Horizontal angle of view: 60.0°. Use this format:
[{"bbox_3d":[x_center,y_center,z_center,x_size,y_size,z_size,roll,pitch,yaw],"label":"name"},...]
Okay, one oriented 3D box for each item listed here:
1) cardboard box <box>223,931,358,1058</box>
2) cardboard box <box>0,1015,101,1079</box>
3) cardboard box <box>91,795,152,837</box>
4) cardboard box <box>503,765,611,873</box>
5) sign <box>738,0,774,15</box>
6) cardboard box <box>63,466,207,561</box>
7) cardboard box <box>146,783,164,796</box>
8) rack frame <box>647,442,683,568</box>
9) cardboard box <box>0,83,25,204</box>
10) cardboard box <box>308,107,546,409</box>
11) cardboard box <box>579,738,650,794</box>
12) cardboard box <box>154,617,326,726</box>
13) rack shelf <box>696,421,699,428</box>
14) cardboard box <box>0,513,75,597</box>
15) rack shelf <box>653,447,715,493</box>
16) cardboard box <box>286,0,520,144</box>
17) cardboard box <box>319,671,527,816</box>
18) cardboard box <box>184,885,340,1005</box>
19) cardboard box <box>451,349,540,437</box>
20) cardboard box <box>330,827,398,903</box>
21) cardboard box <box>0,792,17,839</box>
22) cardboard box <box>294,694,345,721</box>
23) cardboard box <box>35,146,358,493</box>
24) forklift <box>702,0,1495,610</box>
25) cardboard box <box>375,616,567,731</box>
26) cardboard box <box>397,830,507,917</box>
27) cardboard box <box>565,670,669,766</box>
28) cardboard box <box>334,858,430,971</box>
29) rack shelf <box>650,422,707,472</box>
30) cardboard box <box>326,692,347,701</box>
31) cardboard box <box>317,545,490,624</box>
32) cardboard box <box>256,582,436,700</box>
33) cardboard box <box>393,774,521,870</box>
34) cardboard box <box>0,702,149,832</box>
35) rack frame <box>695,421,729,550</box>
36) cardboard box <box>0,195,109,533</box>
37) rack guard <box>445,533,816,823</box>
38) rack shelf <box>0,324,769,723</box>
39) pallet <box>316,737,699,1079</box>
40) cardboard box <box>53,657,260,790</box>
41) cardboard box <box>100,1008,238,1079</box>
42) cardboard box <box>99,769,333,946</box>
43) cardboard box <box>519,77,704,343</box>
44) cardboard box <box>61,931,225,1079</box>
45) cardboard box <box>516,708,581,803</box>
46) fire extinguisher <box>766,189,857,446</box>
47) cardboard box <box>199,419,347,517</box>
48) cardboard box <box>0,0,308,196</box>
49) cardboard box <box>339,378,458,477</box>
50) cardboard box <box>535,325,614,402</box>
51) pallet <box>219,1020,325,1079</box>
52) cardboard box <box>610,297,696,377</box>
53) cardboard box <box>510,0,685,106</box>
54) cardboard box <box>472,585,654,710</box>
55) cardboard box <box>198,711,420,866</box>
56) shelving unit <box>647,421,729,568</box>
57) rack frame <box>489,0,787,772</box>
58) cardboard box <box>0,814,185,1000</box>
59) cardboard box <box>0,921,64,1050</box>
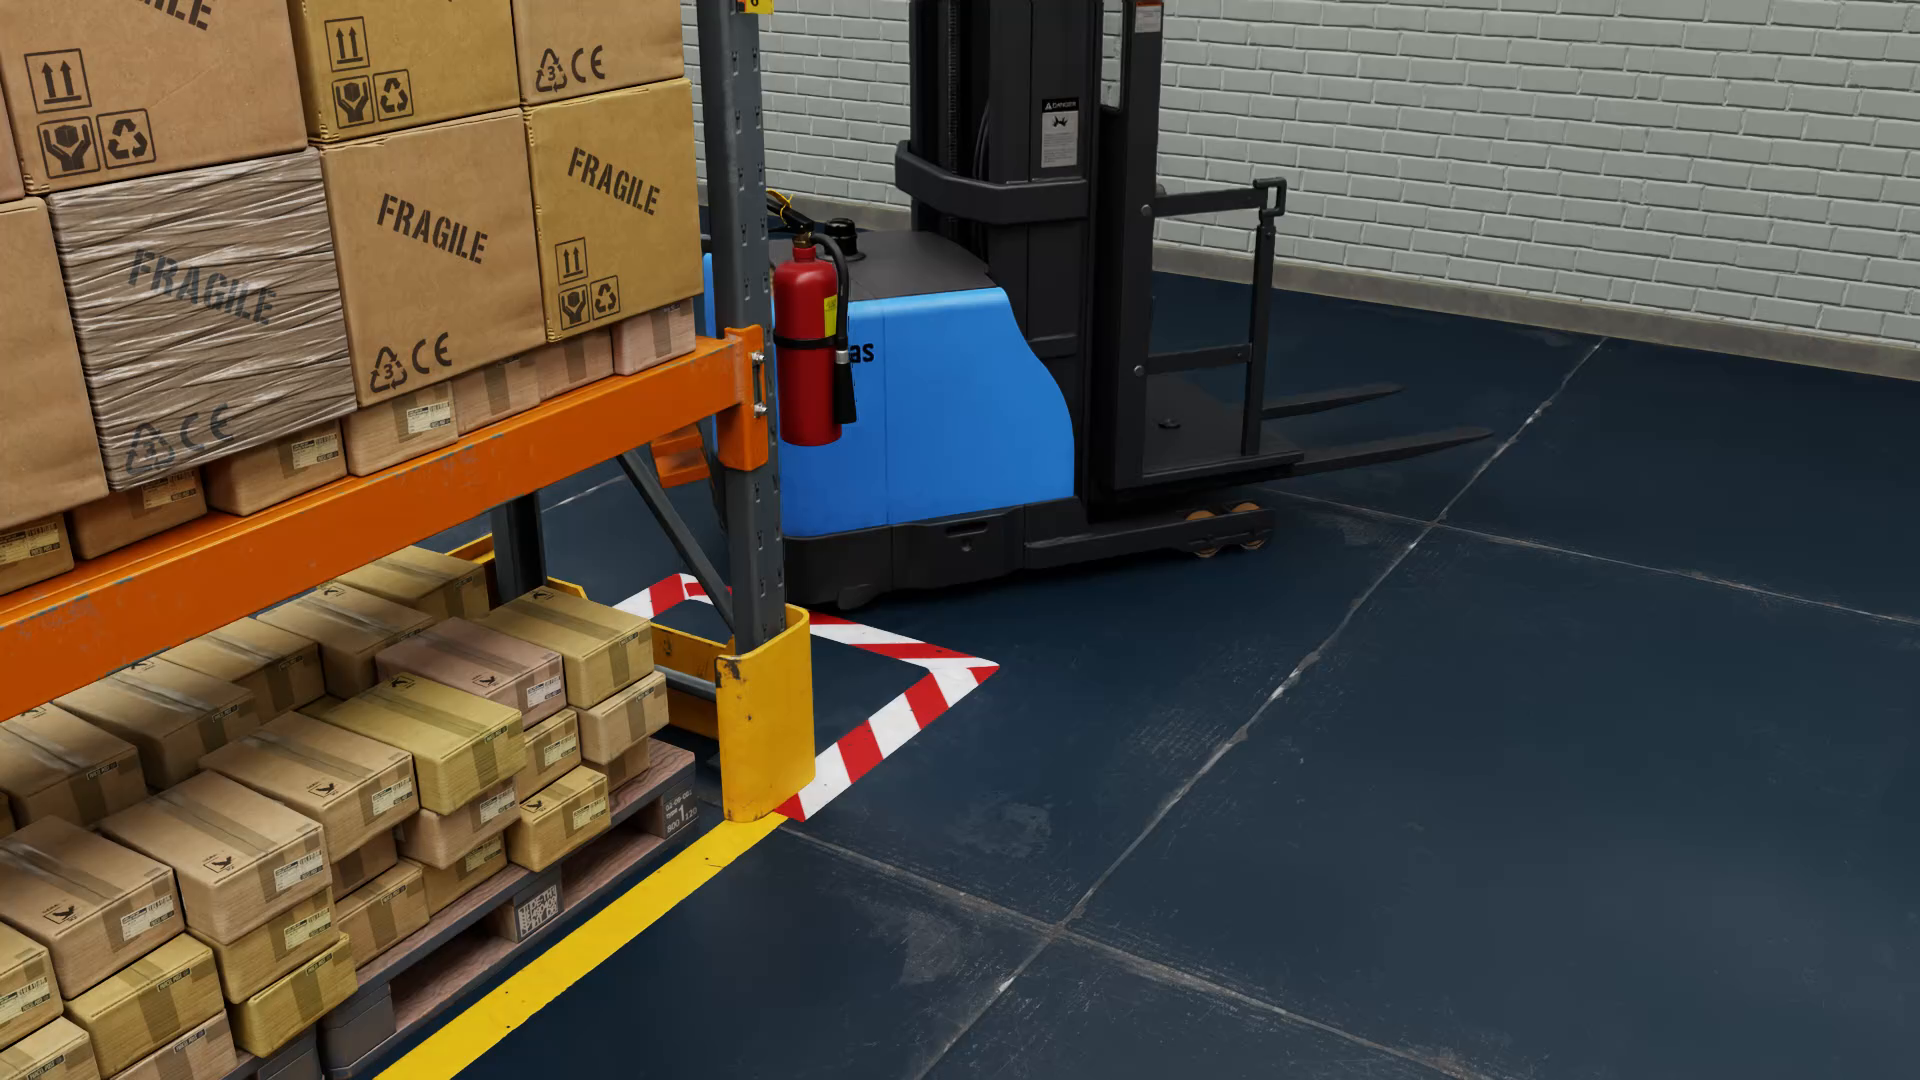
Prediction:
[{"bbox_3d":[-1.494,0.892,3.473,0.380,0.149,0.250,13,26,27],"label":"cardboard box"},{"bbox_3d":[-1.775,0.942,2.983,0.380,0.149,0.250,14,27,29],"label":"cardboard box"},{"bbox_3d":[-1.959,0.648,3.663,0.380,0.149,0.250,12,26,26],"label":"cardboard box"},{"bbox_3d":[-1.081,0.636,4.066,0.380,0.149,0.250,15,27,31],"label":"cardboard box"},{"bbox_3d":[-0.470,-1.363,3.767,0.100,0.325,0.005,14,27,29],"label":"sign"},{"bbox_3d":[-1.617,-0.108,3.041,0.380,0.149,0.250,13,26,27],"label":"cardboard box"},{"bbox_3d":[-1.899,0.538,3.916,0.380,0.149,0.250,15,27,31],"label":"cardboard box"},{"bbox_3d":[-1.133,-0.476,5.857,0.006,1.200,0.240,-15,26,-11],"label":"rack frame"},{"bbox_3d":[-1.771,-0.716,2.370,0.500,0.500,0.500,13,27,27],"label":"cardboard box"},{"bbox_3d":[-1.226,-0.613,3.391,0.500,0.500,0.500,13,27,28],"label":"cardboard box"},{"bbox_3d":[-1.032,0.528,4.315,0.380,0.149,0.250,14,27,30],"label":"cardboard box"},{"bbox_3d":[-1.781,0.315,4.057,0.380,0.149,0.250,14,27,29],"label":"cardboard box"},{"bbox_3d":[-1.039,-0.460,5.893,0.180,0.103,0.258,-15,26,-11],"label":"rack shelf"},{"bbox_3d":[-1.743,-0.015,2.826,0.380,0.149,0.250,14,27,30],"label":"cardboard box"},{"bbox_3d":[-1.001,-0.247,5.997,0.180,0.103,0.258,-15,26,-11],"label":"rack shelf"},{"bbox_3d":[-1.228,-1.073,3.194,0.500,0.500,0.500,13,27,27],"label":"cardboard box"},{"bbox_3d":[-1.205,0.452,3.741,0.380,0.149,0.250,13,27,28],"label":"cardboard box"},{"bbox_3d":[-1.502,0.761,3.402,0.380,0.149,0.250,14,27,30],"label":"cardboard box"},{"bbox_3d":[-1.145,-0.361,3.624,0.380,0.149,0.250,14,27,28],"label":"cardboard box"},{"bbox_3d":[-1.469,0.653,3.652,0.380,0.149,0.250,14,27,28],"label":"cardboard box"},{"bbox_3d":[-2.173,0.587,3.429,0.380,0.149,0.250,14,27,30],"label":"cardboard box"},{"bbox_3d":[-1.672,0.475,4.063,0.380,0.149,0.250,14,27,30],"label":"cardboard box"},{"bbox_3d":[-1.485,-0.440,2.991,0.500,0.500,0.500,14,27,29],"label":"cardboard box"},{"bbox_3d":[0.625,-1.468,5.952,3.031,2.935,1.130,-9,25,-20],"label":"forklift"},{"bbox_3d":[-1.176,0.338,4.005,0.380,0.149,0.250,14,27,30],"label":"cardboard box"},{"bbox_3d":[-1.294,0.707,3.901,0.380,0.149,0.250,14,27,29],"label":"cardboard box"},{"bbox_3d":[-0.967,0.408,4.218,0.380,0.149,0.250,13,27,28],"label":"cardboard box"},{"bbox_3d":[-1.413,0.793,3.703,0.380,0.149,0.250,14,27,29],"label":"cardboard box"},{"bbox_3d":[-1.020,-0.354,5.945,0.180,0.103,0.258,-15,26,-11],"label":"rack shelf"},{"bbox_3d":[-1.618,0.373,4.297,0.380,0.149,0.250,14,27,29],"label":"cardboard box"},{"bbox_3d":[-1.496,0.139,4.464,0.380,0.149,0.250,13,26,27],"label":"cardboard box"},{"bbox_3d":[-1.539,0.257,4.191,0.380,0.149,0.250,14,27,30],"label":"cardboard box"},{"bbox_3d":[-1.240,0.584,3.812,0.380,0.149,0.250,13,26,27],"label":"cardboard box"},{"bbox_3d":[-1.996,0.508,3.612,0.380,0.149,0.250,15,28,31],"label":"cardboard box"},{"bbox_3d":[-0.960,-0.523,5.891,0.006,1.200,0.240,-15,26,-11],"label":"rack frame"},{"bbox_3d":[-1.757,-0.274,2.607,0.500,0.500,0.500,15,28,32],"label":"cardboard box"},{"bbox_3d":[-0.971,0.364,4.781,1.175,0.500,0.348,14,27,29],"label":"rack guard"},{"bbox_3d":[-1.986,0.196,2.927,1.077,0.370,4.000,14,27,29],"label":"rack shelf"},{"bbox_3d":[-1.430,0.763,4.222,1.003,0.211,1.213,14,27,29],"label":"pallet"},{"bbox_3d":[-1.842,0.416,3.823,0.380,0.149,0.250,12,26,26],"label":"cardboard box"},{"bbox_3d":[-1.655,0.980,3.270,0.380,0.149,0.250,14,27,30],"label":"cardboard box"},{"bbox_3d":[-1.490,0.628,3.334,0.380,0.149,0.250,15,28,31],"label":"cardboard box"},{"bbox_3d":[-0.949,-0.786,3.790,0.500,0.500,0.500,14,27,30],"label":"cardboard box"},{"bbox_3d":[-1.653,0.844,3.211,0.380,0.149,0.250,15,28,32],"label":"cardboard box"},{"bbox_3d":[-1.151,0.485,4.040,0.380,0.149,0.250,13,27,28],"label":"cardboard box"},{"bbox_3d":[-0.406,-0.591,4.406,0.296,0.674,0.183,14,27,29],"label":"fire extinguisher"},{"bbox_3d":[-1.424,-0.187,3.223,0.380,0.149,0.250,13,26,27],"label":"cardboard box"},{"bbox_3d":[-1.495,-0.896,2.784,0.500,0.500,0.500,15,28,32],"label":"cardboard box"},{"bbox_3d":[-1.260,-0.270,3.414,0.380,0.149,0.250,15,27,30],"label":"cardboard box"},{"bbox_3d":[-1.026,-0.449,3.827,0.380,0.149,0.250,14,27,29],"label":"cardboard box"},{"bbox_3d":[-2.074,1.173,3.275,1.003,0.211,1.213,14,27,29],"label":"pallet"},{"bbox_3d":[-0.863,-0.525,4.003,0.380,0.149,0.250,14,27,29],"label":"cardboard box"},{"bbox_3d":[-0.961,-1.244,3.589,0.500,0.500,0.500,13,27,28],"label":"cardboard box"},{"bbox_3d":[-0.995,0.265,4.173,0.380,0.149,0.250,14,27,30],"label":"cardboard box"},{"bbox_3d":[-1.395,0.526,3.570,0.380,0.149,0.250,13,26,27],"label":"cardboard box"},{"bbox_3d":[-1.046,-0.500,5.874,0.189,1.200,0.258,-15,26,-11],"label":"shelving unit"},{"bbox_3d":[-0.931,-0.809,4.344,1.000,3.000,0.127,14,27,29],"label":"rack frame"},{"bbox_3d":[-1.723,0.694,3.182,0.380,0.149,0.250,13,27,27],"label":"cardboard box"},{"bbox_3d":[-1.837,0.788,2.964,0.380,0.149,0.250,14,27,29],"label":"cardboard box"}]
